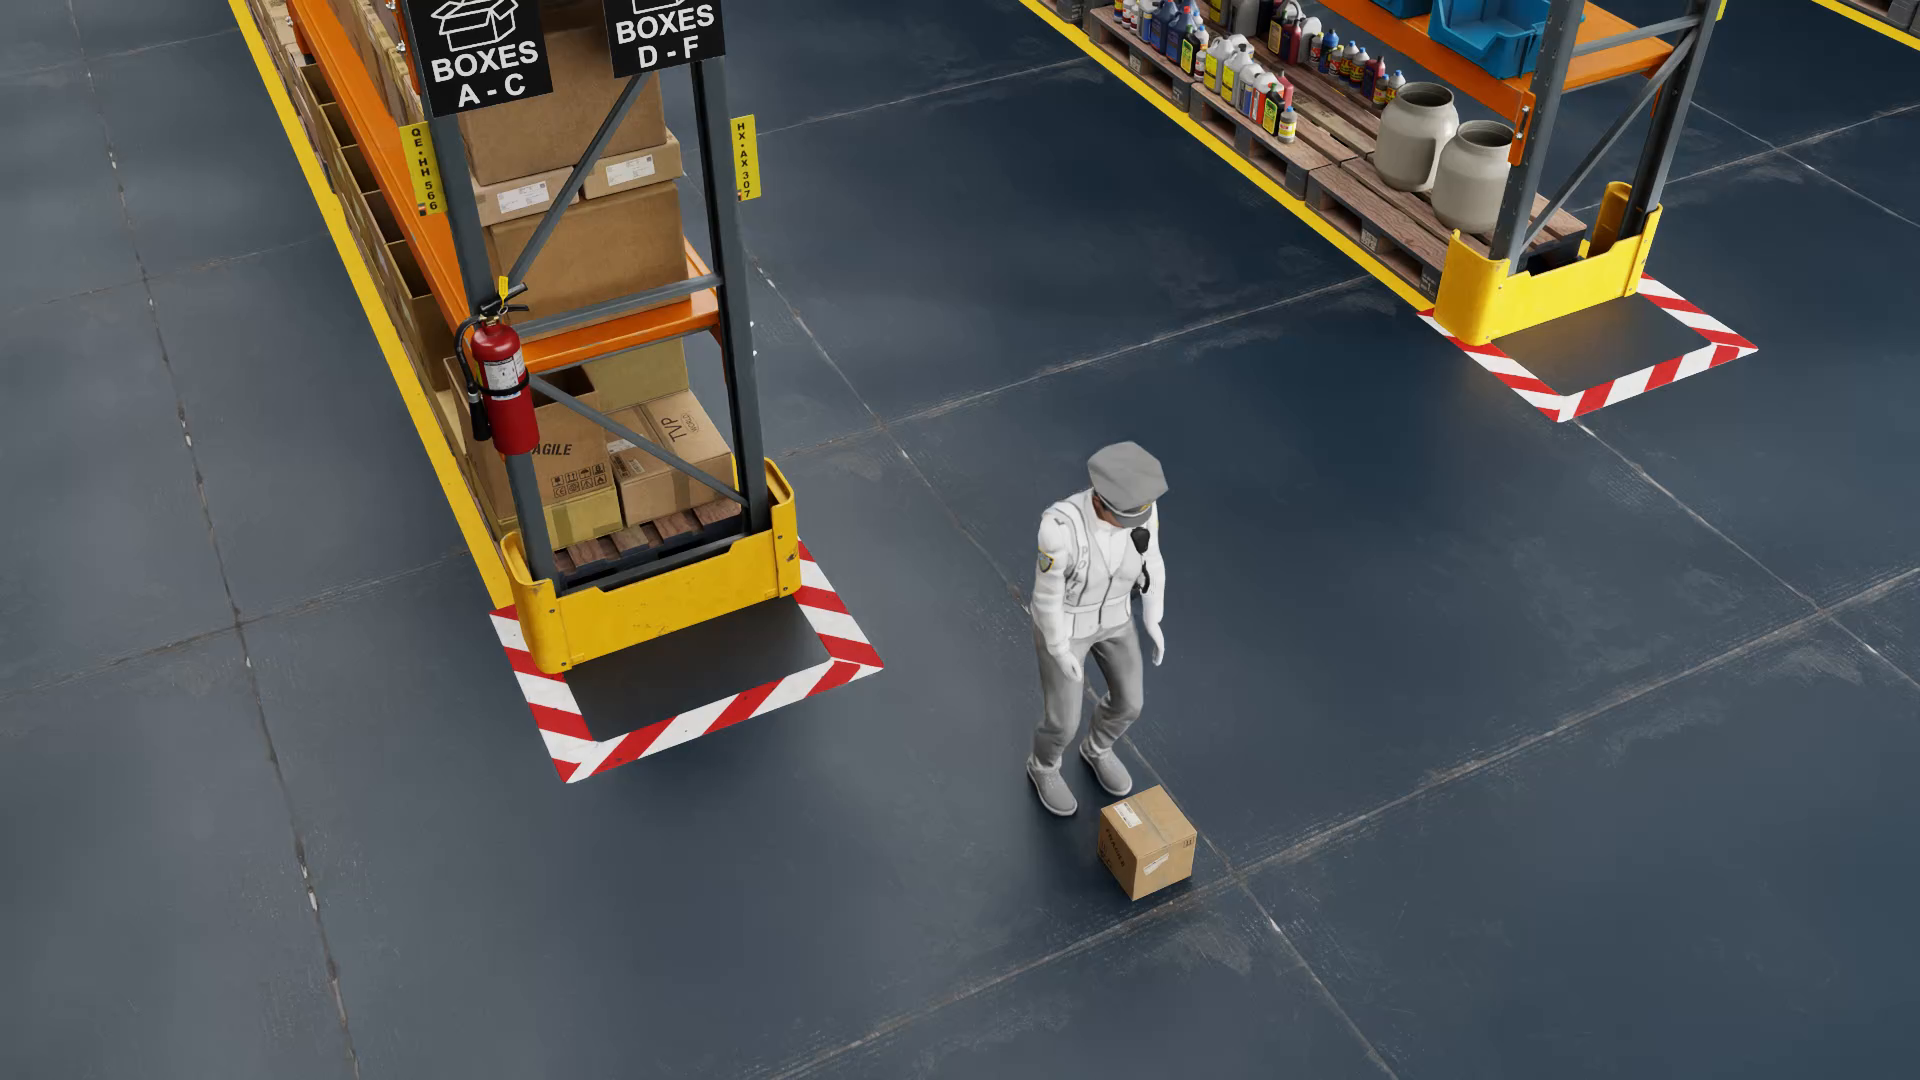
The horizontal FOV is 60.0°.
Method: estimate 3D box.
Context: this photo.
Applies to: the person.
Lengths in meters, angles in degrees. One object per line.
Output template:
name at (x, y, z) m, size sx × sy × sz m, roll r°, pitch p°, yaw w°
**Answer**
person at (0.484, 0.311, 5.845) m, size 0.500 × 1.626 × 0.446 m, roll -18°, pitch 45°, yaw -19°
